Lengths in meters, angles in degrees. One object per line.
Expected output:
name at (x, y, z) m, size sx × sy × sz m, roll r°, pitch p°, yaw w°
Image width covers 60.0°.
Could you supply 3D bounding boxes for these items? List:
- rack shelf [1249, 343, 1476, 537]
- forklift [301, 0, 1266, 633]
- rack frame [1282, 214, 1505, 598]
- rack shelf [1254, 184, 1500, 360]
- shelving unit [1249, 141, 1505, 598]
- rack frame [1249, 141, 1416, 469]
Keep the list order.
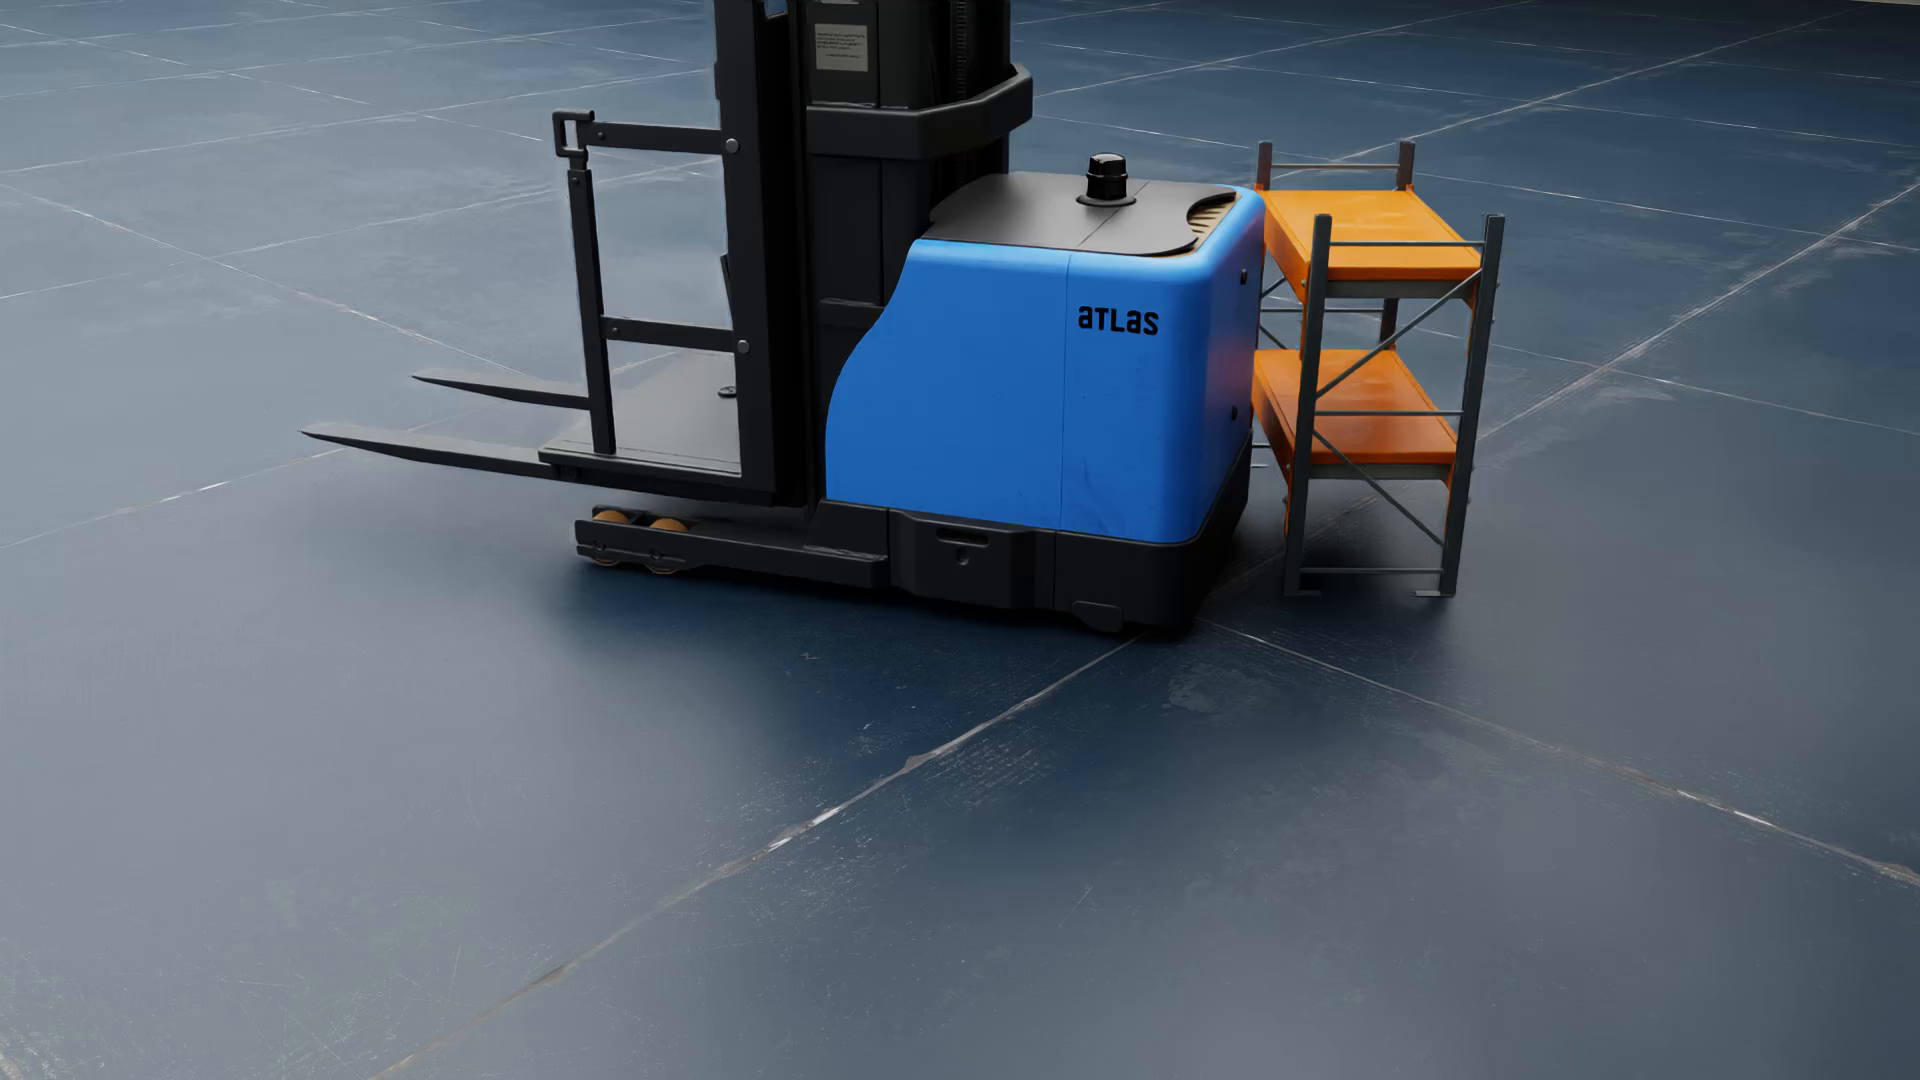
rack shelf at (1.207, -0.337, 5.223) m, size 0.538 × 0.278 × 1.000 m, roll 0°, pitch 24°, yaw 1°
forklift at (-0.647, -1.427, 4.849) m, size 3.031 × 2.935 × 1.130 m, roll 8°, pitch 25°, yaw 17°
rack frame at (1.199, -0.352, 4.660) m, size 0.500 × 1.125 × 0.032 m, roll 0°, pitch 24°, yaw 1°
rack shelf at (1.206, -0.827, 5.004) m, size 0.538 × 0.278 × 1.000 m, roll 0°, pitch 24°, yaw 1°
shelving unit at (1.207, -0.560, 5.123) m, size 0.538 × 1.125 × 1.048 m, roll 0°, pitch 24°, yaw 1°
rack frame at (1.215, -0.768, 5.587) m, size 0.500 × 1.125 × 0.032 m, roll 0°, pitch 24°, yaw 1°
